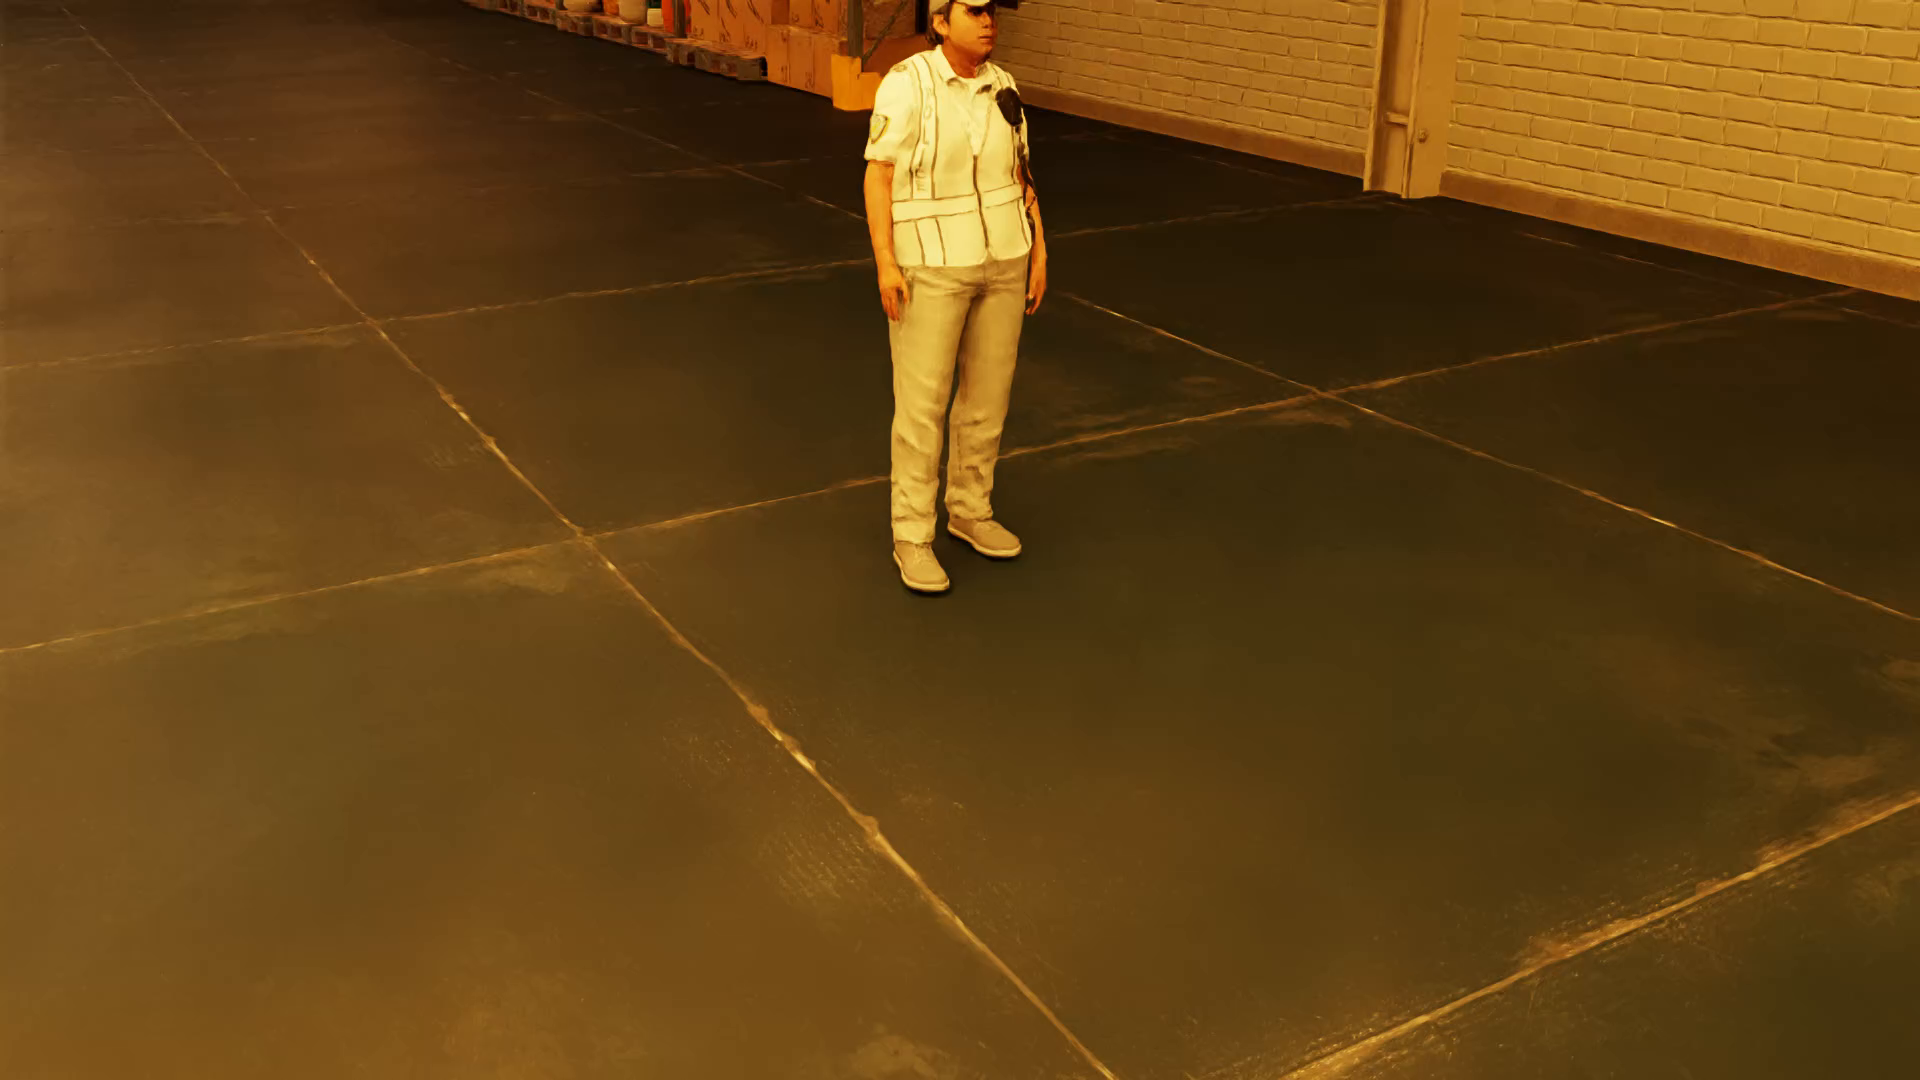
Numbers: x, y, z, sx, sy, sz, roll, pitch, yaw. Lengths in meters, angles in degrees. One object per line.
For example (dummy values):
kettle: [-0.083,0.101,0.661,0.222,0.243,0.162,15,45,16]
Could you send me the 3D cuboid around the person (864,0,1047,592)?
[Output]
person: [0.019,-0.748,4.744,0.598,1.669,0.529,-12,25,-28]
